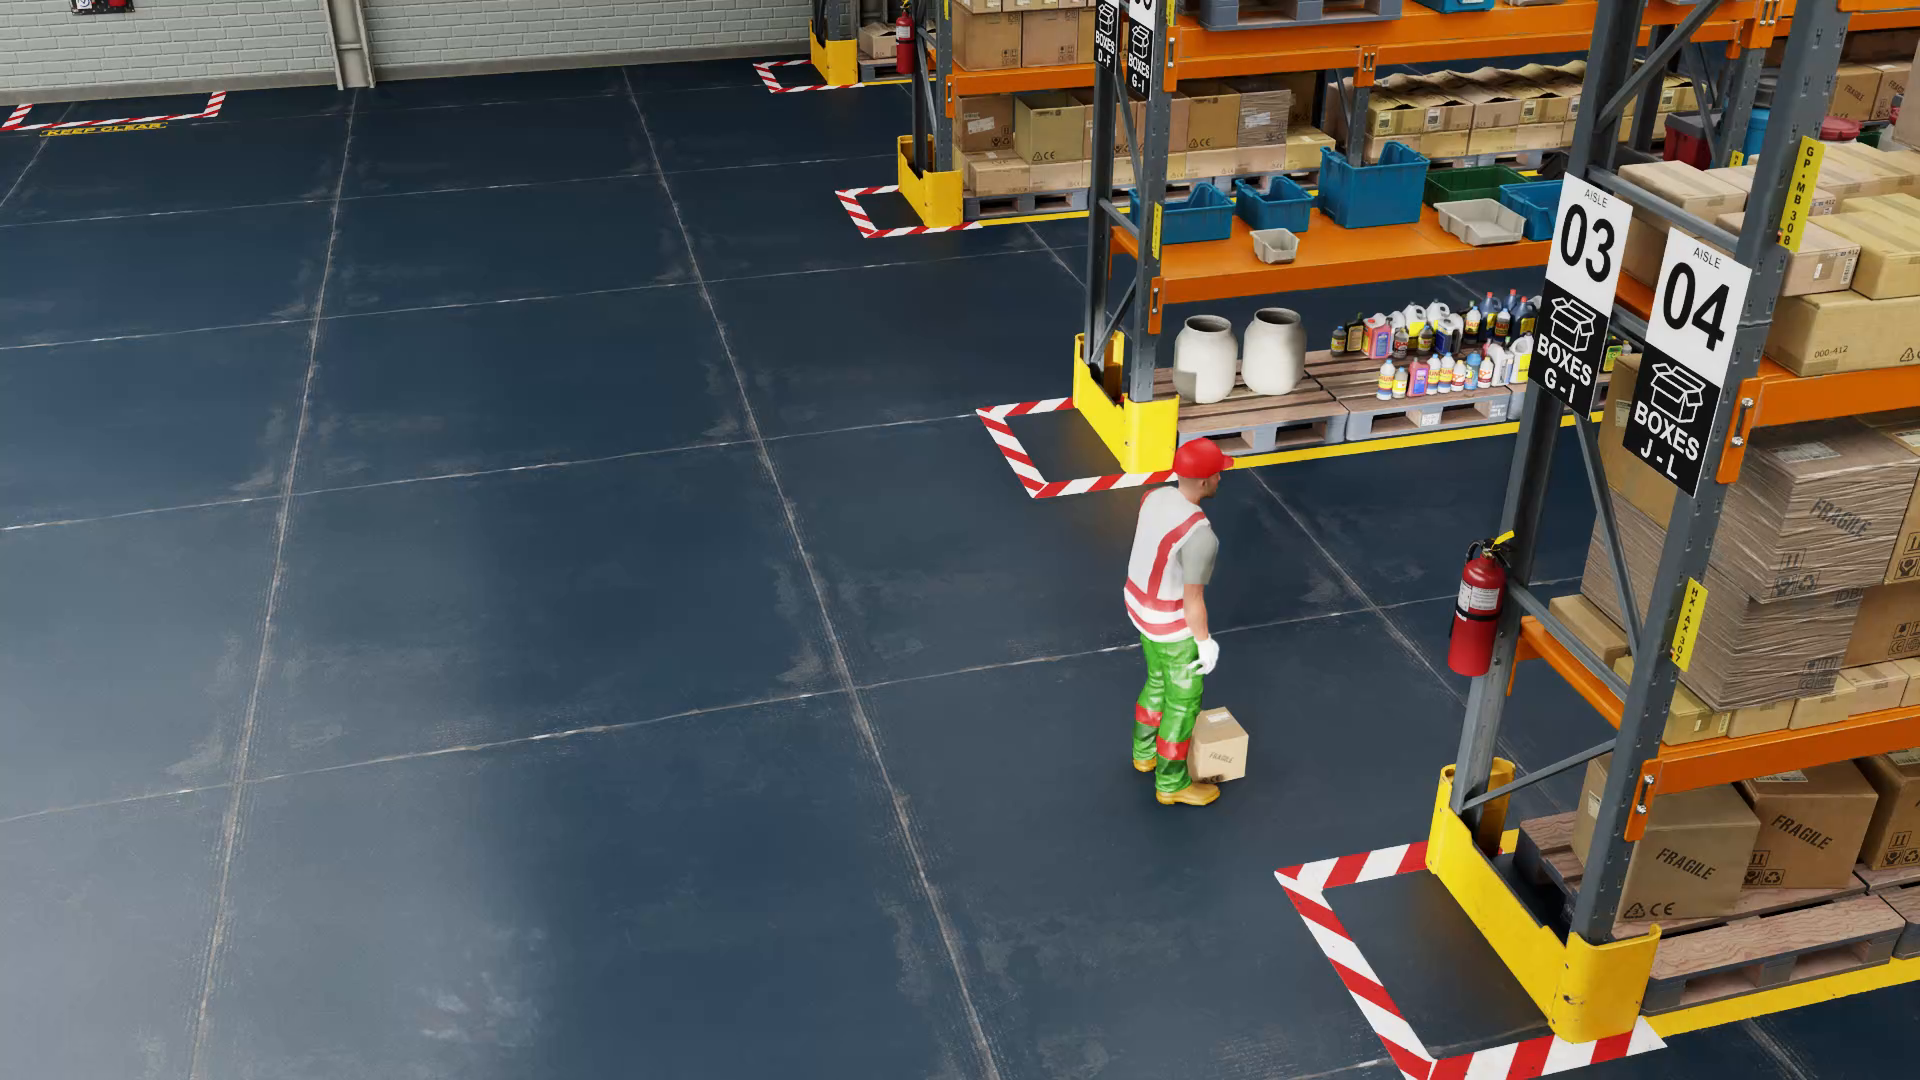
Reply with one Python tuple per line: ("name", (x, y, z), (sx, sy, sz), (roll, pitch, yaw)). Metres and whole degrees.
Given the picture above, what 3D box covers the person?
("person", (0.992, 0.358, 7.606), (0.451, 1.779, 0.618), (-10, 31, -16))
